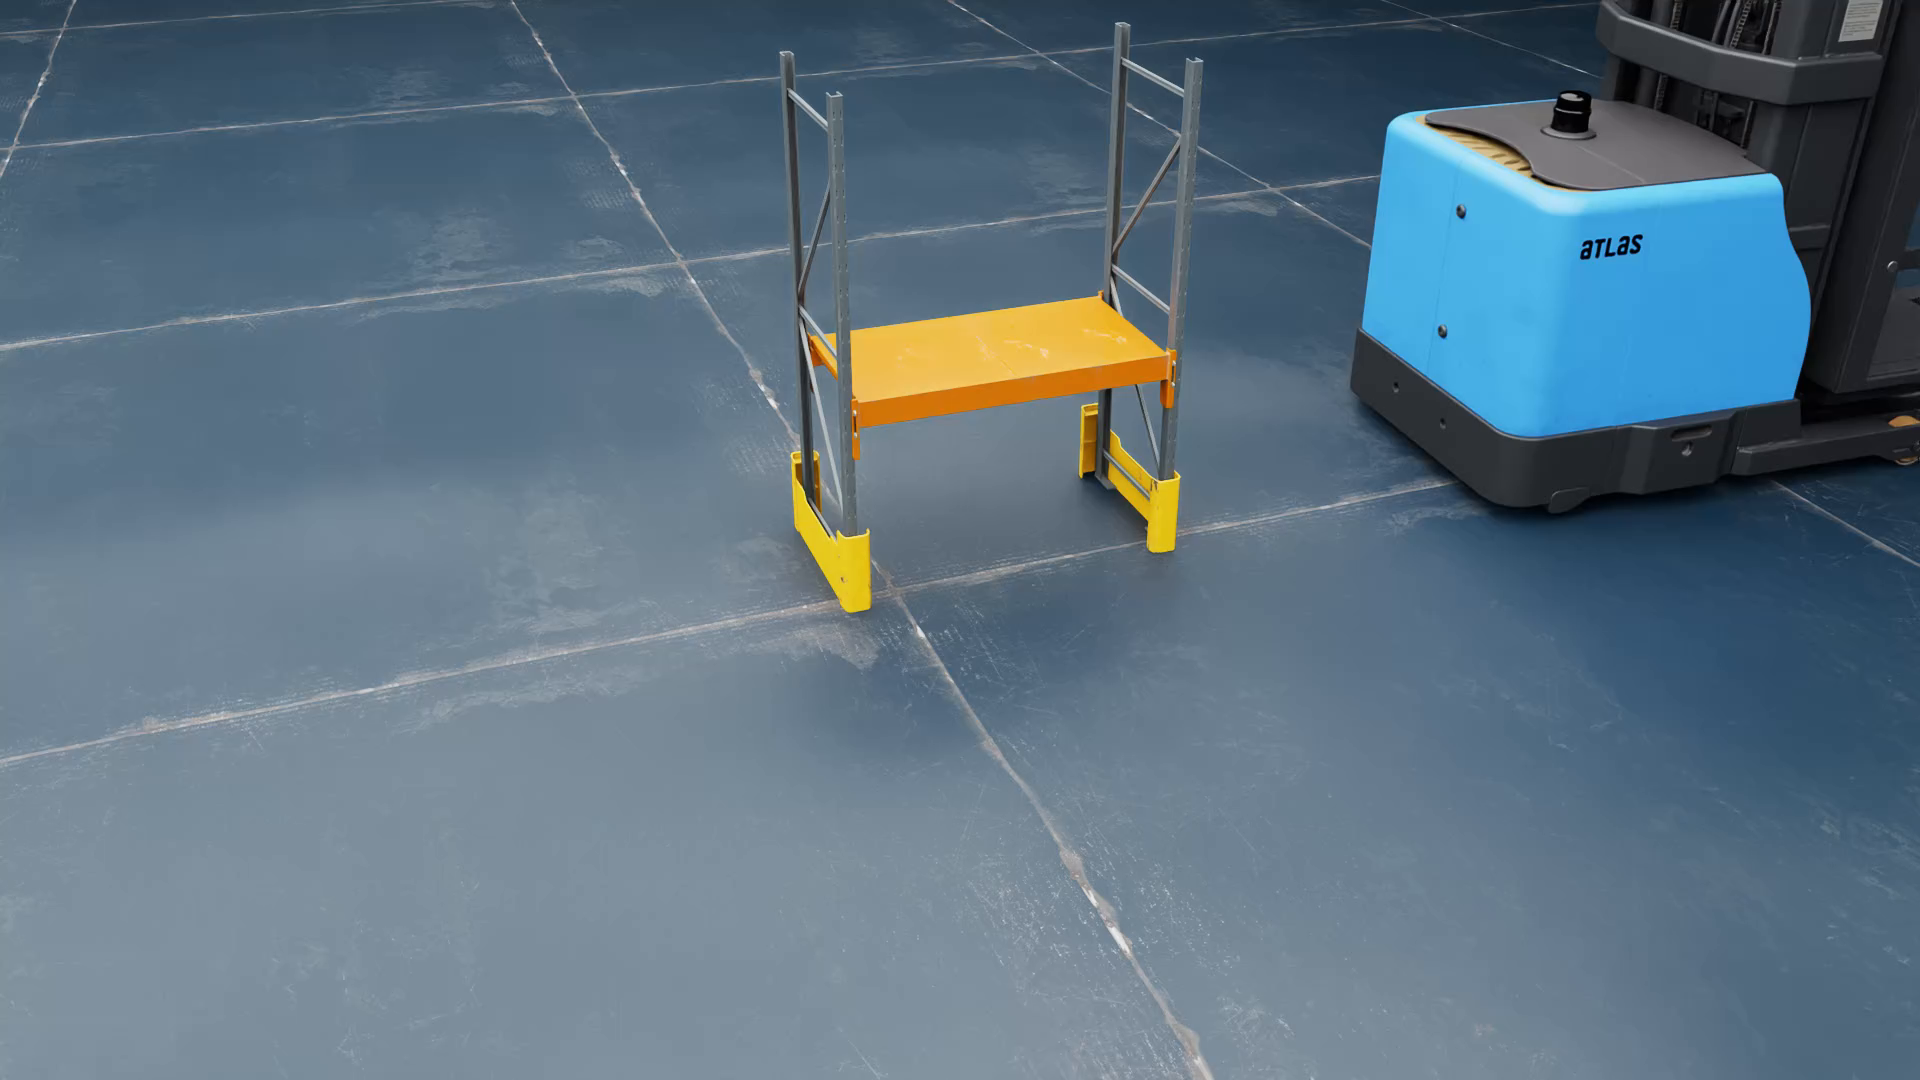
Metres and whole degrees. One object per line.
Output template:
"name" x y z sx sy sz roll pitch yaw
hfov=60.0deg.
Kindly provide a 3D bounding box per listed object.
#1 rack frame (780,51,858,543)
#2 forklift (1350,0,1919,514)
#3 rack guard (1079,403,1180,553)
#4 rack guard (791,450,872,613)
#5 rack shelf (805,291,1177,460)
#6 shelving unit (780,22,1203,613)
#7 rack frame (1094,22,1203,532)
"rack frame" -0.396 -0.579 4.751 0.032 1.500 0.500 -10 31 -18
"forklift" 3.000 -1.770 5.397 3.031 2.935 1.130 -9 31 -15
"rack guard" 0.538 -0.208 5.362 0.087 0.250 0.587 -10 31 -18
"rack guard" -0.395 -0.036 5.060 0.087 0.250 0.587 -10 31 -18
"rack shelf" 0.080 -0.510 4.994 1.000 0.185 0.538 -10 31 -18
"shelving unit" 0.071 -0.665 4.902 1.083 1.500 0.587 -10 31 -18
"rack frame" 0.556 -0.754 5.059 0.032 1.500 0.500 -10 31 -18
